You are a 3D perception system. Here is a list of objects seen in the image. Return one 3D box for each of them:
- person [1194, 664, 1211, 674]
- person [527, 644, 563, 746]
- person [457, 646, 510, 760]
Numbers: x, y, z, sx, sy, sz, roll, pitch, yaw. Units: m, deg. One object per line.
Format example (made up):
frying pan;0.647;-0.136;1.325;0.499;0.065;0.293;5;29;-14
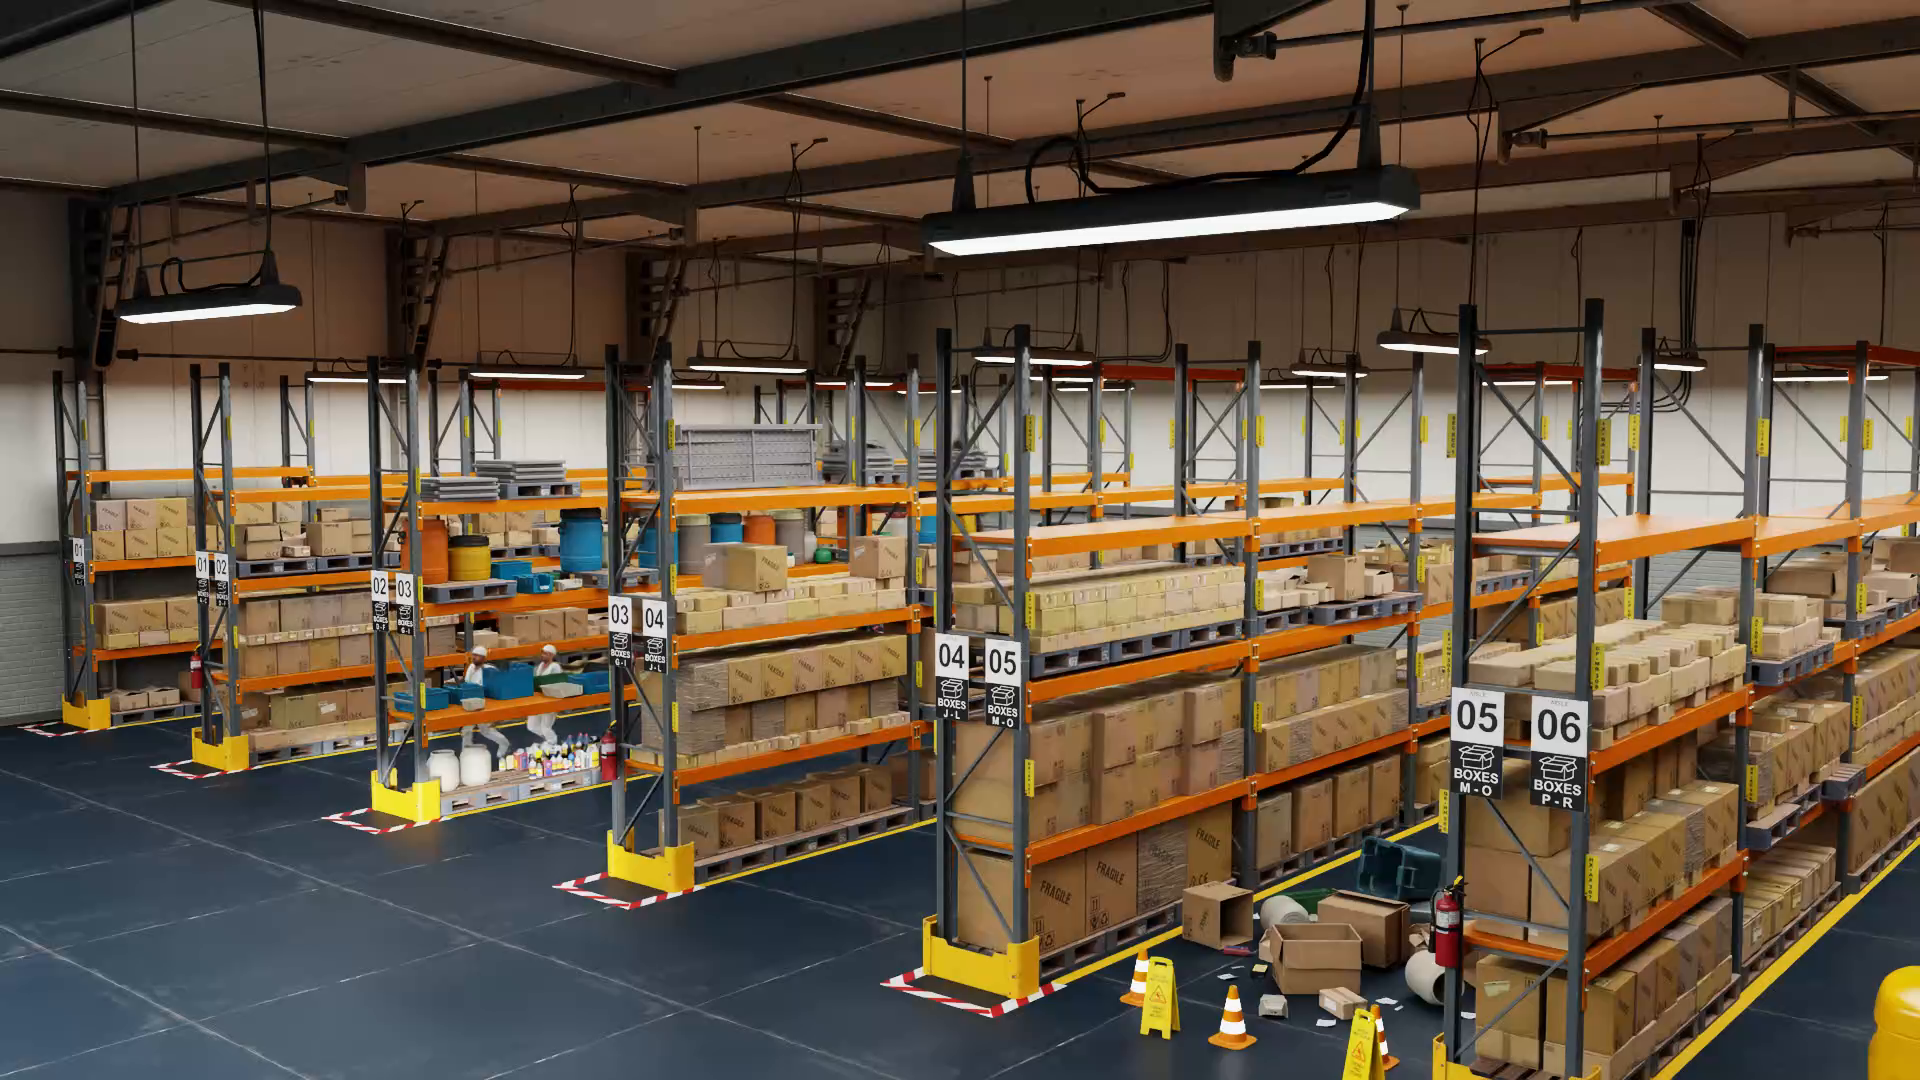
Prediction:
person;3.442;2.561;23.959;0.652;1.743;0.602;3;5;39
person;-6.320;2.461;25.270;0.647;1.740;0.588;3;5;36
person;-7.232;2.462;24.917;0.709;1.750;1.013;3;5;32
